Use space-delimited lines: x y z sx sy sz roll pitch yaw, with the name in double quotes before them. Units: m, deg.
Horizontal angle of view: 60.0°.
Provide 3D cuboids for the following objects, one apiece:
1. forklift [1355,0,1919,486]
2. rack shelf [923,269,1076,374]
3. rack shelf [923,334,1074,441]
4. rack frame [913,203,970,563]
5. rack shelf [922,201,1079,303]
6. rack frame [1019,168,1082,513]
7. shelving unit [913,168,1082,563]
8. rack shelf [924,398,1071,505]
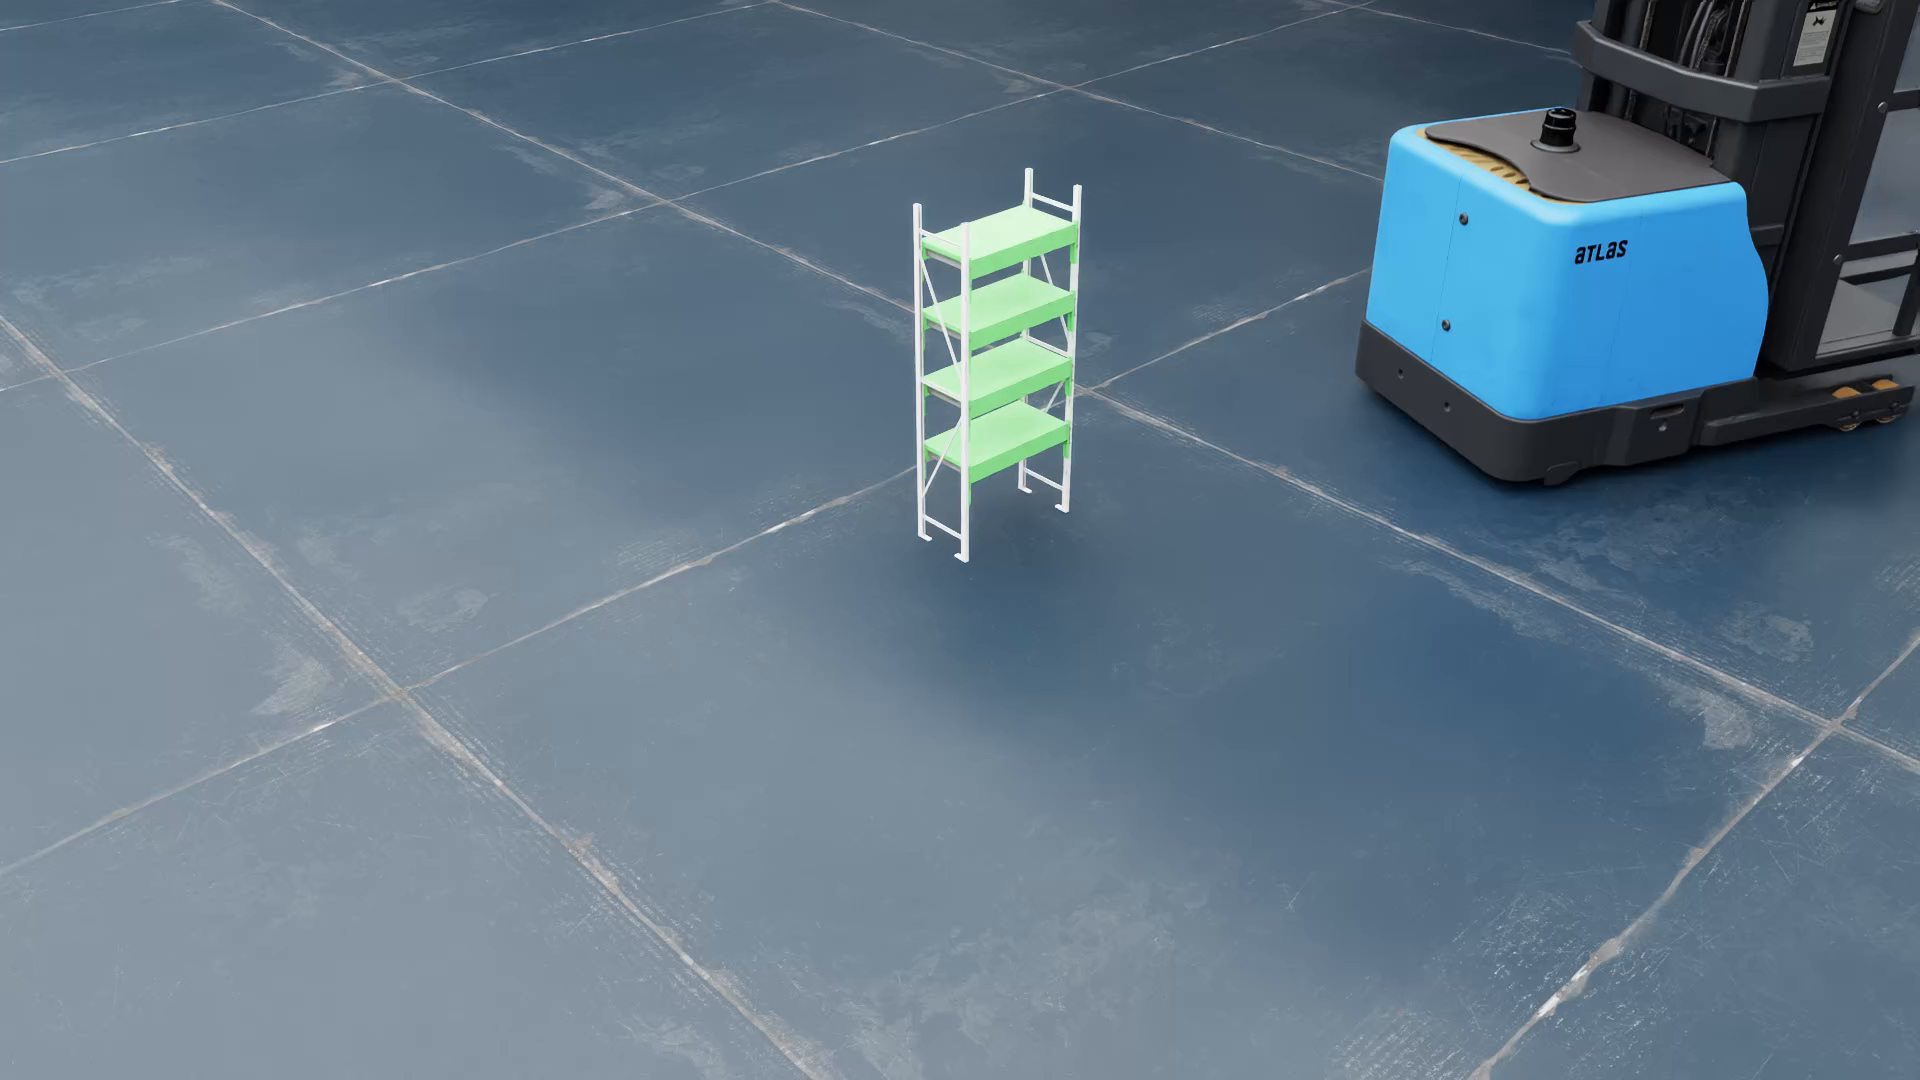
"forklift" 3.165 -1.918 6.076 3.031 2.935 1.130 -11 33 -18
"rack shelf" 0.121 -0.721 5.441 0.480 0.148 0.258 -26 40 -35
"rack shelf" 0.121 -0.516 5.566 0.480 0.148 0.258 -26 40 -35
"rack frame" -0.058 -0.484 5.391 0.015 1.200 0.240 -26 40 -35
"rack shelf" 0.121 -0.926 5.316 0.480 0.148 0.258 -26 40 -35
"rack frame" 0.300 -0.657 5.675 0.015 1.200 0.240 -26 40 -35
"shelving unit" 0.121 -0.571 5.533 0.503 1.200 0.258 -26 40 -35
"rack shelf" 0.121 -0.311 5.692 0.480 0.148 0.258 -26 40 -35
